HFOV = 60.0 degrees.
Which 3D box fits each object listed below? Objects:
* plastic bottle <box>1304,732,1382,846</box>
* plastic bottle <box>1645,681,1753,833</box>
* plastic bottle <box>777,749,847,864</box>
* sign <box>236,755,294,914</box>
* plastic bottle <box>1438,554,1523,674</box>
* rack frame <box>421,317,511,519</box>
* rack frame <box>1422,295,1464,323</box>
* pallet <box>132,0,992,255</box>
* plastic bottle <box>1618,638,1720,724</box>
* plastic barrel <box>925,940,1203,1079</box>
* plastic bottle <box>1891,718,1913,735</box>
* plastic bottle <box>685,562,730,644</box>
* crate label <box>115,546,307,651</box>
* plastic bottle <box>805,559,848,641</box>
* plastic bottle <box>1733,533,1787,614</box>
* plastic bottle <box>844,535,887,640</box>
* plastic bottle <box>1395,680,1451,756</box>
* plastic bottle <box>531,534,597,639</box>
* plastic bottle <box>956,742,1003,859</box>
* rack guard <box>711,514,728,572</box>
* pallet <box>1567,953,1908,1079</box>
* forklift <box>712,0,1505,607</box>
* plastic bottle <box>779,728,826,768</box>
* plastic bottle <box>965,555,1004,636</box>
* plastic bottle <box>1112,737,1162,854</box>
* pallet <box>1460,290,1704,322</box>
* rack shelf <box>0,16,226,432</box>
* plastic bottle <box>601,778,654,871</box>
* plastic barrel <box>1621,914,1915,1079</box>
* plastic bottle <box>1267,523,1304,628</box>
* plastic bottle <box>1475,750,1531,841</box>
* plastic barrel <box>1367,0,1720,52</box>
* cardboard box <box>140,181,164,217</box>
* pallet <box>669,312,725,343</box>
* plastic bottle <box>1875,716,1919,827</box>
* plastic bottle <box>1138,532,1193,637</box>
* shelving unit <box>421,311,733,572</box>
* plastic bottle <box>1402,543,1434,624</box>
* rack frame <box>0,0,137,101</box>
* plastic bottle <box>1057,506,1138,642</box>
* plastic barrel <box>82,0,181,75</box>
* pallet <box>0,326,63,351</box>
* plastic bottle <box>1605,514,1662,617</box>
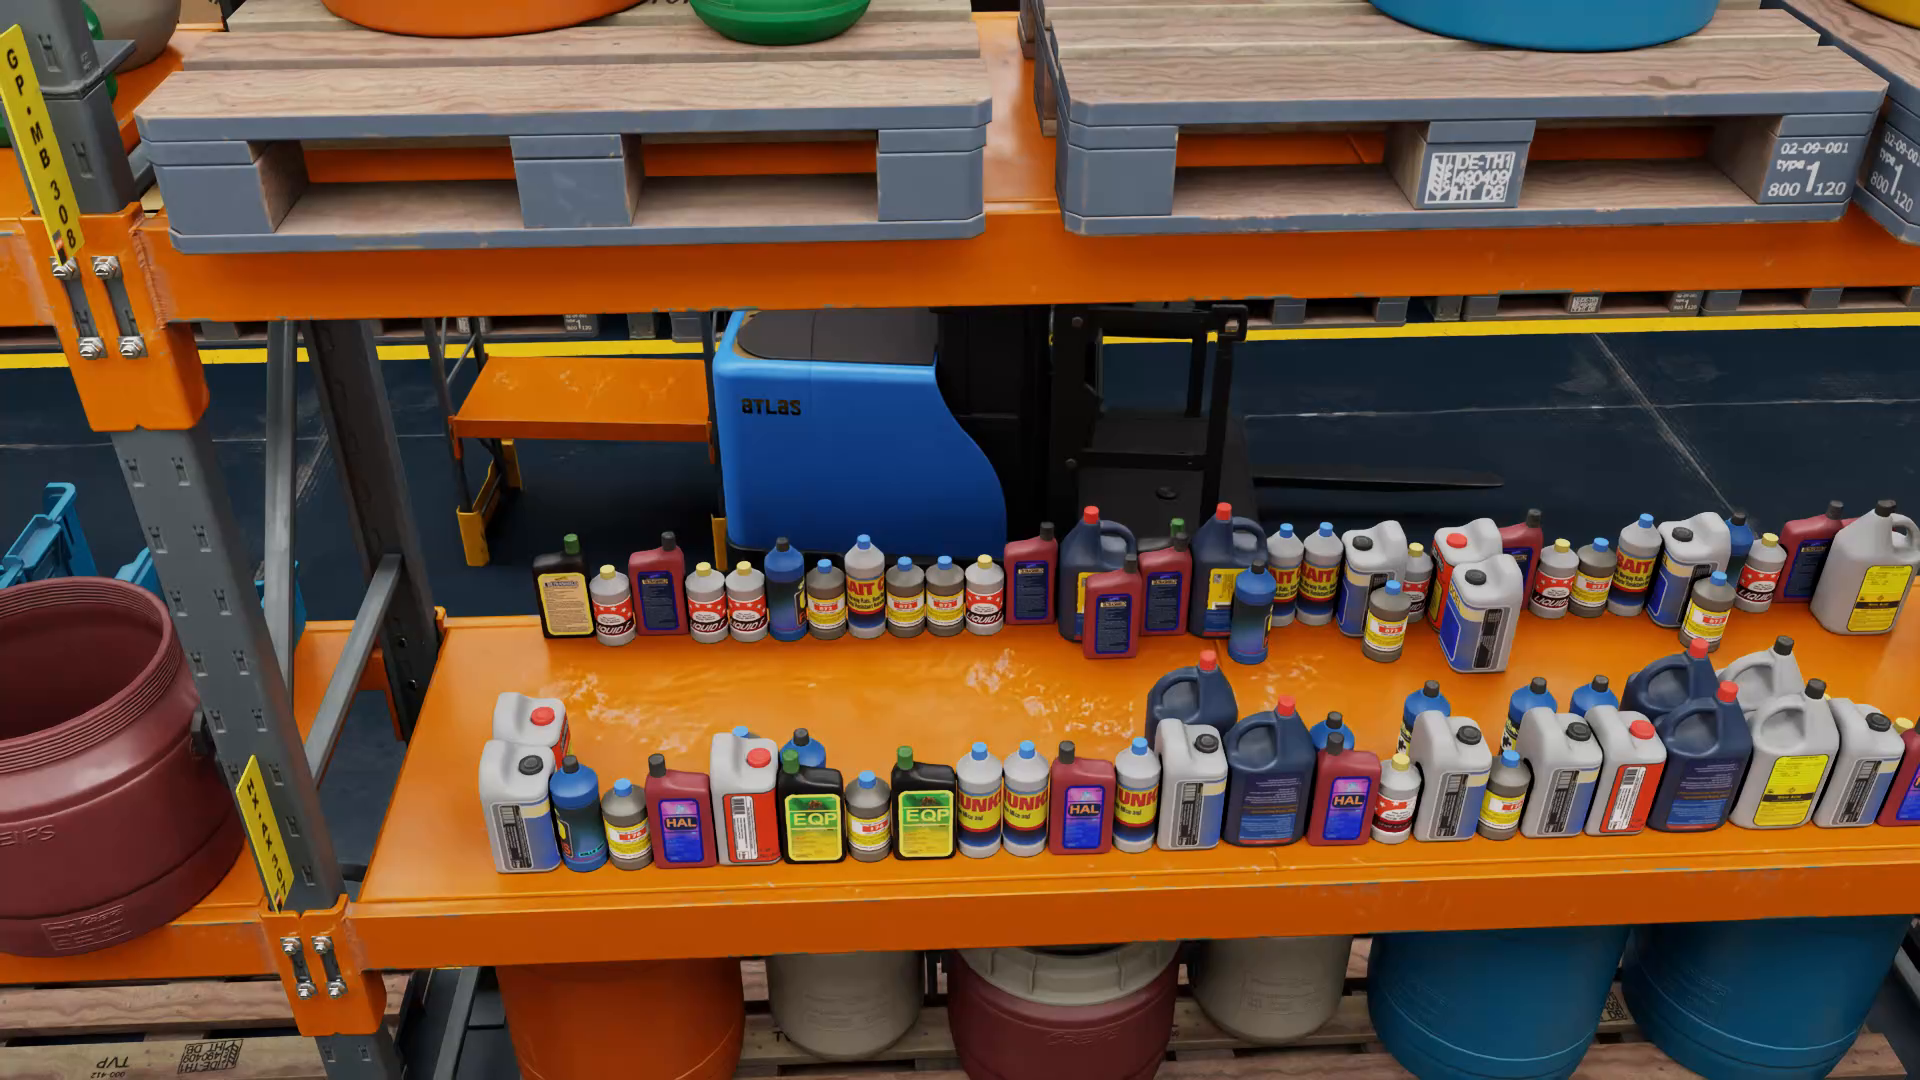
[{"bbox_3d":[0.803,0.517,3.470,0.133,0.283,0.061,-2,35,-2],"label":"plastic bottle"},{"bbox_3d":[1.557,0.445,3.514,0.185,0.351,0.144,-2,35,-2],"label":"plastic bottle"},{"bbox_3d":[-0.305,0.547,3.426,0.133,0.283,0.061,-2,35,-2],"label":"plastic bottle"},{"bbox_3d":[-1.318,0.562,3.158,0.005,0.325,0.100,-2,35,-2],"label":"sign"},{"bbox_3d":[1.246,0.168,3.981,0.135,0.276,0.152,-2,35,-2],"label":"plastic bottle"},{"bbox_3d":[-1.928,-0.679,6.414,0.032,1.500,0.500,1,35,2],"label":"rack frame"},{"bbox_3d":[2.414,-2.607,7.880,0.127,3.000,1.000,-2,35,-2],"label":"rack frame"},{"bbox_3d":[-0.582,-0.804,2.806,1.213,0.211,1.003,-2,35,-2],"label":"pallet"},{"bbox_3d":[1.550,0.363,3.633,0.185,0.351,0.144,-2,35,-2],"label":"plastic bottle"},{"bbox_3d":[0.265,1.083,4.300,0.708,0.588,0.600,-2,35,-2],"label":"plastic barrel"},{"bbox_3d":[2.016,0.473,3.605,0.097,0.201,0.097,0,35,0],"label":"plastic bottle"},{"bbox_3d":[-0.620,0.146,4.077,0.097,0.201,0.097,0,35,0],"label":"plastic bottle"},{"bbox_3d":[-1.789,0.184,3.995,0.416,0.233,0.303,-2,35,-2],"label":"crate label"},{"bbox_3d":[-0.329,0.138,4.089,0.097,0.201,0.097,0,35,0],"label":"plastic bottle"},{"bbox_3d":[2.010,0.075,4.180,0.097,0.201,0.097,0,35,0],"label":"plastic bottle"},{"bbox_3d":[-0.231,0.107,4.073,0.097,0.271,0.097,0,35,0],"label":"plastic bottle"},{"bbox_3d":[1.007,0.419,3.621,0.097,0.271,0.097,0,35,0],"label":"plastic bottle"},{"bbox_3d":[-0.967,0.112,4.055,0.133,0.283,0.061,-2,35,-2],"label":"plastic bottle"},{"bbox_3d":[0.040,0.532,3.458,0.097,0.271,0.097,0,35,0],"label":"plastic bottle"},{"bbox_3d":[-0.914,-0.145,6.739,0.087,0.250,0.587,1,35,2],"label":"rack guard"},{"bbox_3d":[1.872,1.353,4.610,1.213,0.211,1.003,-2,35,-2],"label":"pallet"},{"bbox_3d":[0.660,-1.151,5.837,3.031,2.935,1.130,2,35,3],"label":"forklift"},{"bbox_3d":[-0.327,0.507,3.494,0.097,0.271,0.097,0,35,0],"label":"plastic bottle"},{"bbox_3d":[0.060,0.128,4.104,0.097,0.201,0.097,0,35,0],"label":"plastic bottle"},{"bbox_3d":[0.367,0.523,3.471,0.097,0.271,0.097,0,35,0],"label":"plastic bottle"},{"bbox_3d":[3.100,-1.478,8.700,1.213,0.211,1.003,-2,35,-2],"label":"pallet"},{"bbox_3d":[-3.349,-0.567,2.929,4.000,0.370,1.077,-2,35,-2],"label":"rack shelf"},{"bbox_3d":[-0.689,0.581,3.450,0.097,0.201,0.097,0,35,0],"label":"plastic bottle"},{"bbox_3d":[2.100,0.904,4.282,0.708,0.901,0.600,-2,35,-2],"label":"plastic barrel"},{"bbox_3d":[0.793,0.079,4.112,0.097,0.271,0.097,0,35,0],"label":"plastic bottle"},{"bbox_3d":[1.149,0.531,3.521,0.097,0.201,0.097,0,35,0],"label":"plastic bottle"},{"bbox_3d":[0.947,-1.270,2.504,0.708,0.901,0.600,-2,35,-2],"label":"plastic barrel"},{"bbox_3d":[-3.617,-1.575,7.945,0.500,0.311,0.500,-1,35,-1],"label":"cardboard box"},{"bbox_3d":[-0.834,-1.351,8.516,1.213,0.211,1.003,-2,35,-2],"label":"pallet"},{"bbox_3d":[2.037,0.484,3.518,0.133,0.283,0.061,-2,35,-2],"label":"plastic bottle"},{"bbox_3d":[0.495,0.107,4.062,0.133,0.283,0.061,-2,35,-2],"label":"plastic bottle"},{"bbox_3d":[-1.411,-0.669,6.398,1.083,1.500,0.587,1,35,2],"label":"shelving unit"},{"bbox_3d":[1.122,0.099,4.145,0.097,0.201,0.097,0,35,0],"label":"plastic bottle"},{"bbox_3d":[-1.351,-2.150,1.949,0.127,3.000,1.000,-2,35,-2],"label":"rack frame"},{"bbox_3d":[0.336,0.072,4.053,0.185,0.351,0.144,-2,35,-2],"label":"plastic bottle"},{"bbox_3d":[-1.676,-1.128,3.010,0.421,0.512,0.421,0,35,0],"label":"plastic barrel"},{"bbox_3d":[-4.843,-1.286,8.423,1.213,0.211,1.003,-2,35,-2],"label":"pallet"},{"bbox_3d":[1.682,0.055,4.147,0.097,0.271,0.097,0,35,0],"label":"plastic bottle"}]
